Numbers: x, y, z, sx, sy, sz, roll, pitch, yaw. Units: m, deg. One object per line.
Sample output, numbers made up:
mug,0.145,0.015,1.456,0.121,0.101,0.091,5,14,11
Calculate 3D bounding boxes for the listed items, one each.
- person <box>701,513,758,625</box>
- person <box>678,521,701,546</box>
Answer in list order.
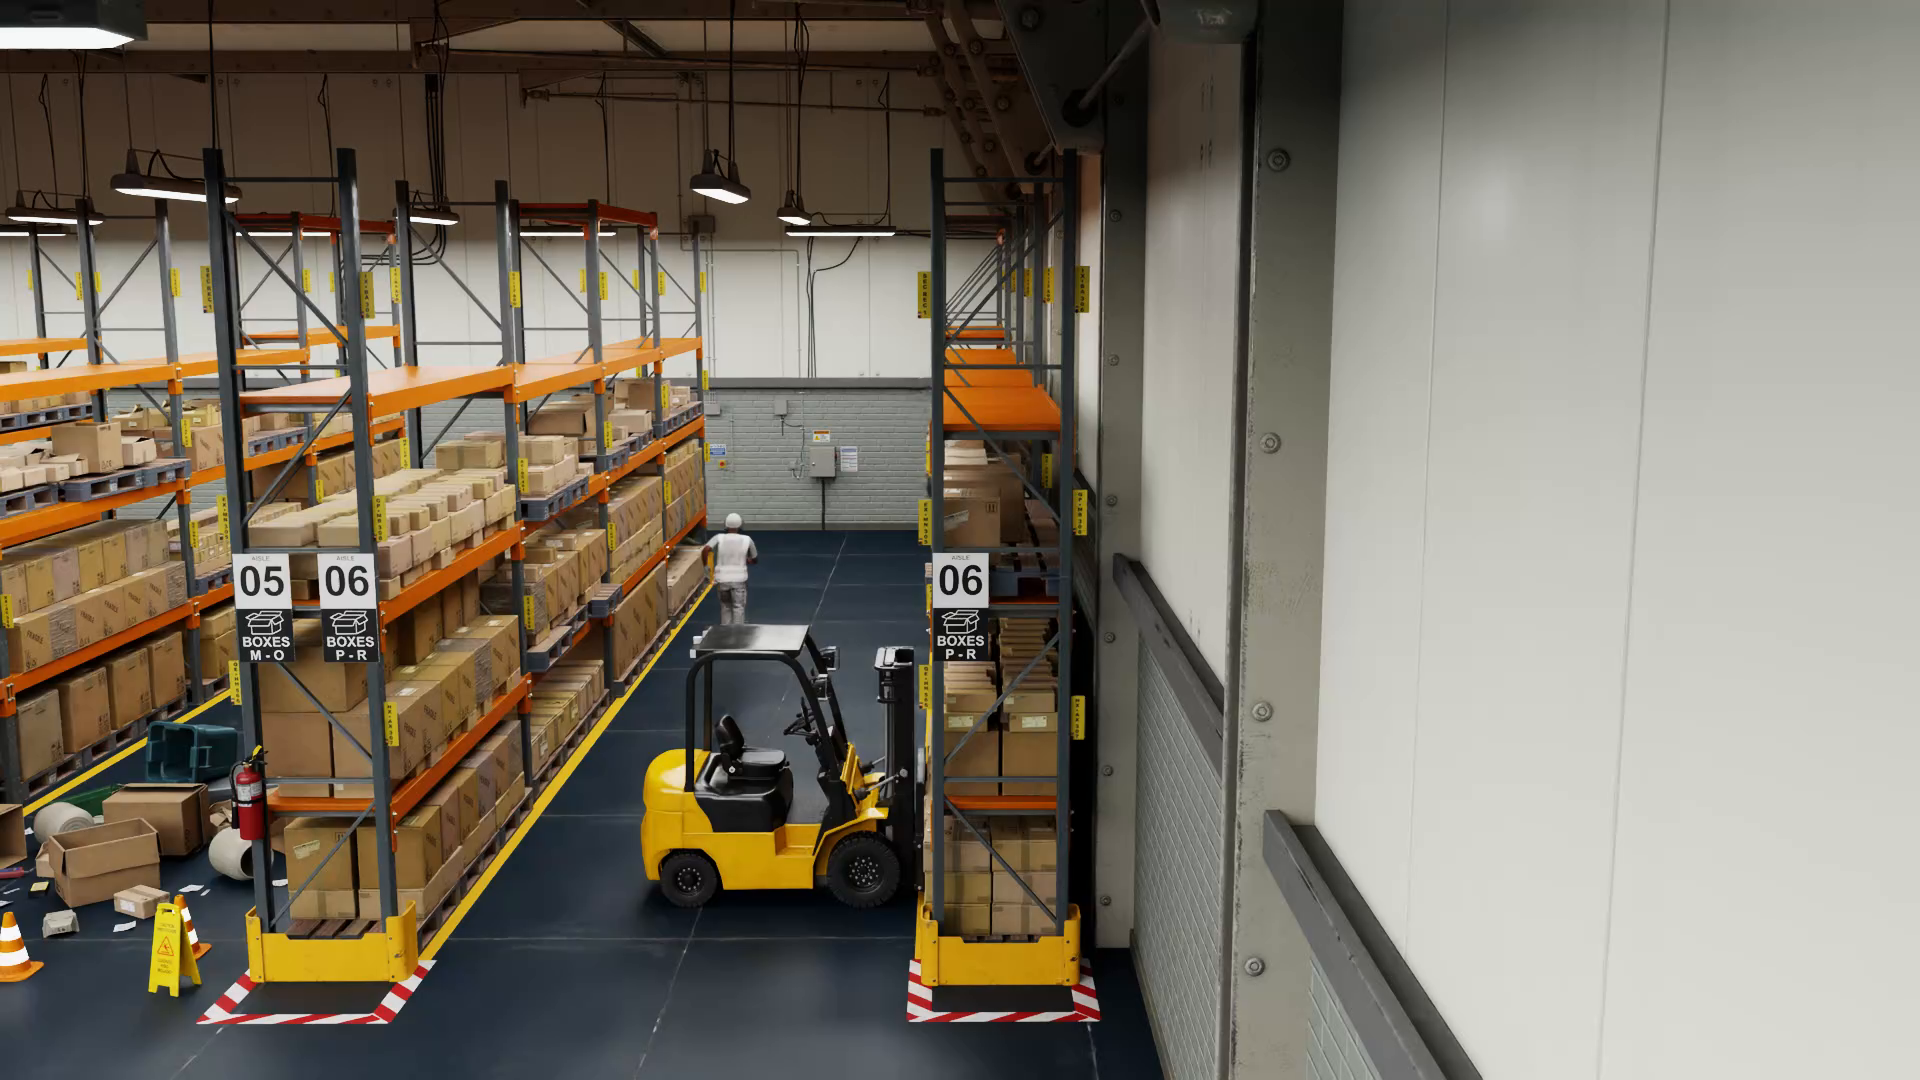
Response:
person,-2.977,0.577,21.620,0.694,1.864,0.857,0,9,-1
person,-4.818,-0.397,29.459,0.715,1.734,0.690,-1,9,-9
